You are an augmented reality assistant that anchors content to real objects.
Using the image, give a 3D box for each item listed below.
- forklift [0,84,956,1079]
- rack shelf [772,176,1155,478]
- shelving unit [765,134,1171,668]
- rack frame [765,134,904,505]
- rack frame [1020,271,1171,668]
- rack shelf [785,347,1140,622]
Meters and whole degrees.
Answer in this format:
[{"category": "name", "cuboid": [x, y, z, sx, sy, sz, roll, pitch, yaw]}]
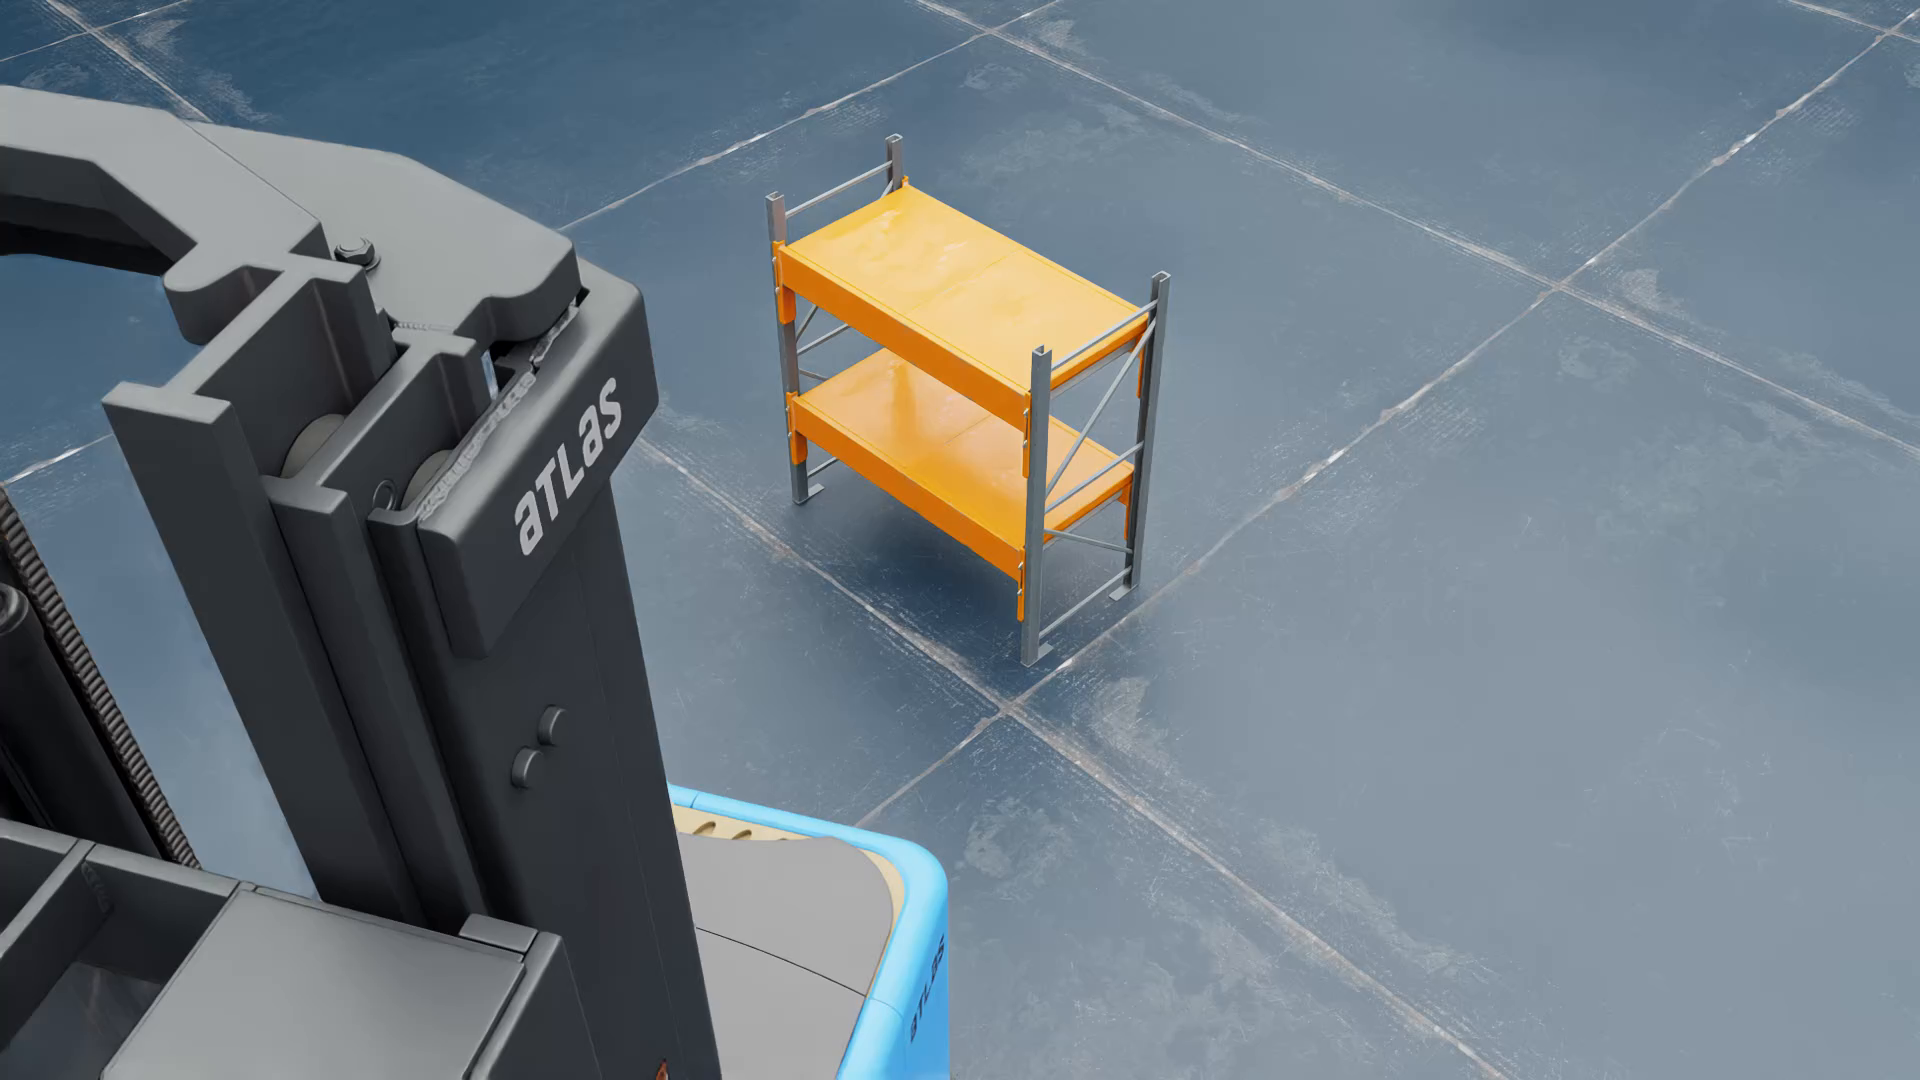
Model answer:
[{"category": "forklift", "cuboid": [-0.905, 1.152, 1.844, 1.130, 2.935, 3.031, 11, 44, 12]}, {"category": "rack shelf", "cuboid": [0.005, -0.625, 4.666, 0.538, 0.278, 1.000, -34, 53, -31]}, {"category": "shelving unit", "cuboid": [0.005, -0.410, 4.865, 0.538, 1.125, 1.048, -34, 53, -31]}, {"category": "rack frame", "cuboid": [-0.354, -0.654, 5.129, 0.500, 1.125, 0.032, -34, 53, -31]}, {"category": "rack frame", "cuboid": [0.364, -0.166, 4.600, 0.500, 1.125, 0.032, -34, 53, -31]}, {"category": "rack shelf", "cuboid": [0.005, -0.230, 5.031, 0.538, 0.278, 1.000, -34, 53, -31]}]
